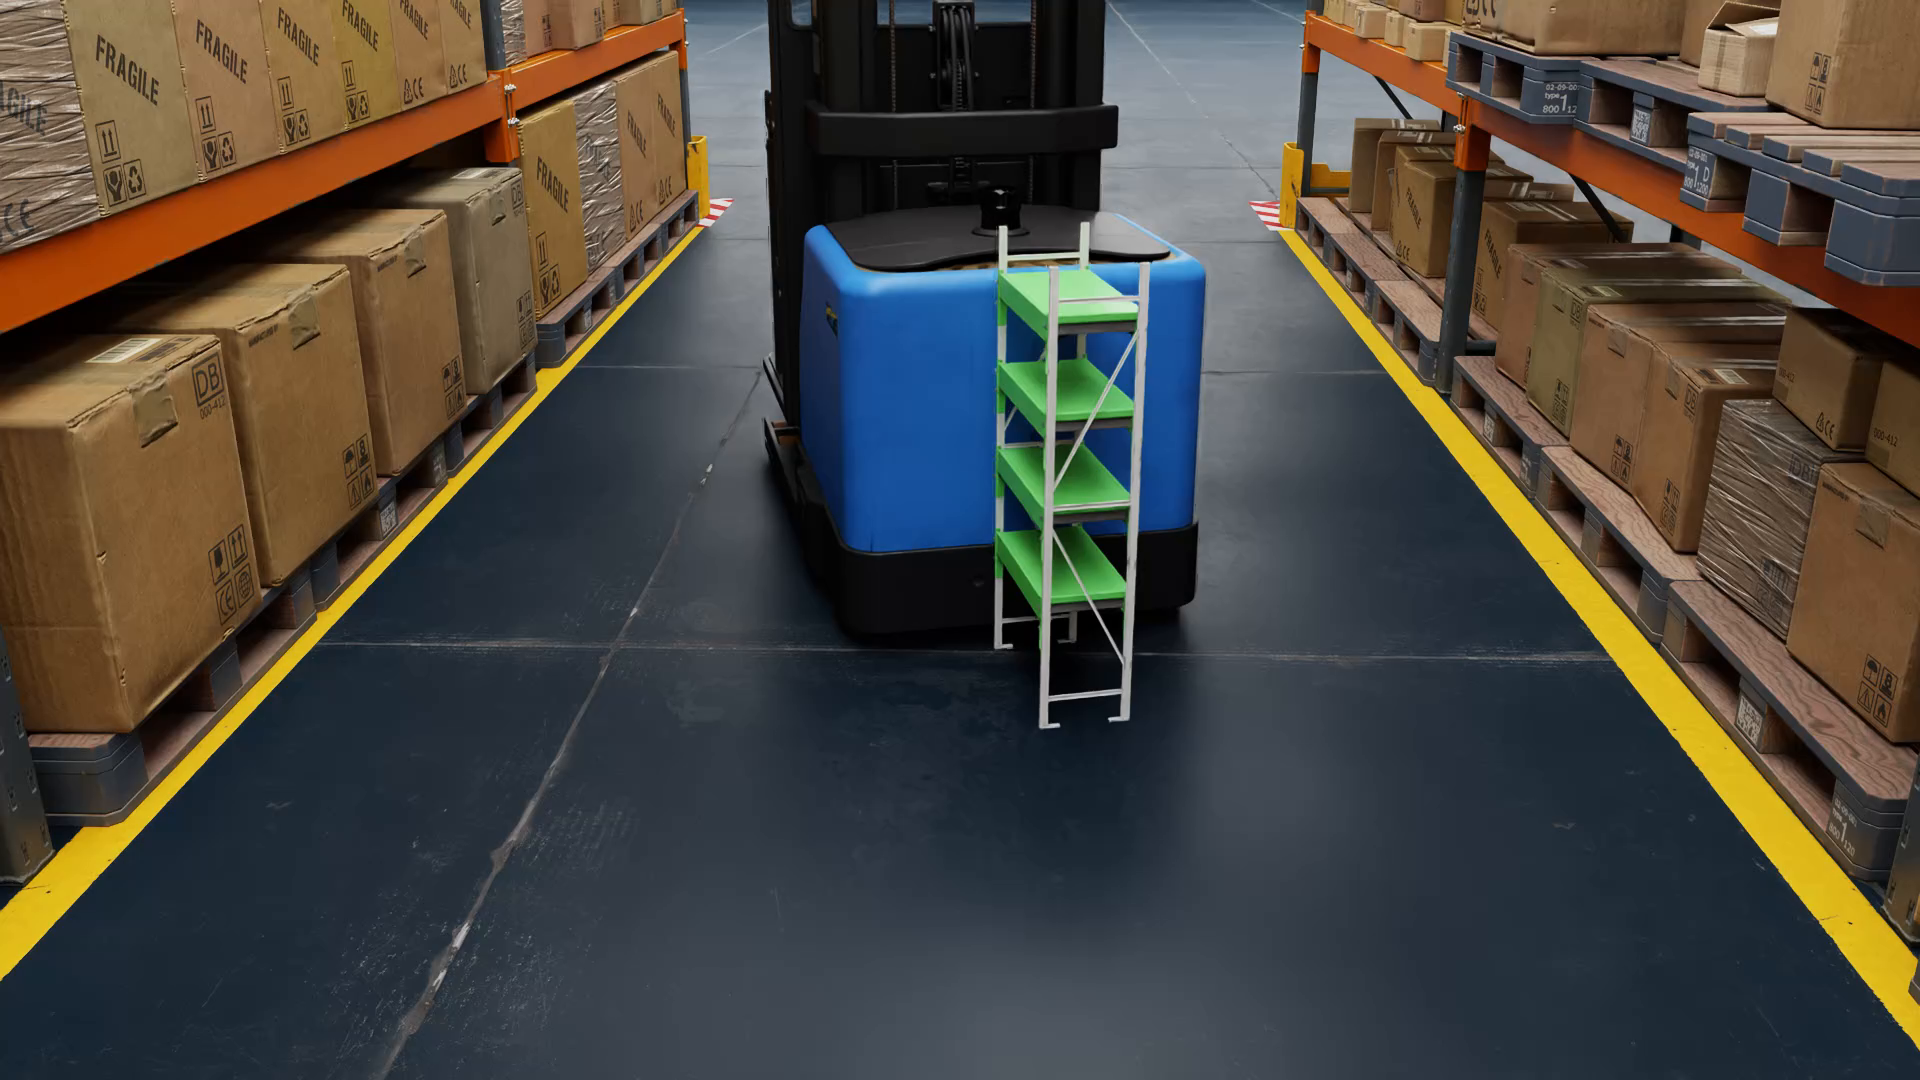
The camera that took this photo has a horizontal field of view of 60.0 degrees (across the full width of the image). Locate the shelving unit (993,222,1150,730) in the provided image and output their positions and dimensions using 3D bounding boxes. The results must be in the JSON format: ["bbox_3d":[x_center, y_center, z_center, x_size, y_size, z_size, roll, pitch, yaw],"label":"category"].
[{"bbox_3d":[0.270,-0.170,4.301,0.258,1.200,0.503,-5,22,-12],"label":"shelving unit"}]

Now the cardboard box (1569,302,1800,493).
[{"bbox_3d":[2.468,-0.475,5.453,0.700,0.500,0.500,-1,21,-3],"label":"cardboard box"}]

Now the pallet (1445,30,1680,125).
[{"bbox_3d":[2.389,-1.667,5.943,1.003,0.211,1.213,1,21,2],"label":"pallet"}]

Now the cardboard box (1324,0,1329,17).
[{"bbox_3d":[2.432,-3.260,10.131,0.380,0.149,0.250,1,21,2],"label":"cardboard box"}]

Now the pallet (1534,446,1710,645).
[{"bbox_3d":[2.501,-0.007,5.256,1.003,0.211,1.213,1,21,2],"label":"pallet"}]

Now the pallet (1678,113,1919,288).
[{"bbox_3d":[2.351,-0.754,3.591,1.213,0.211,1.003,1,21,2],"label":"pallet"}]

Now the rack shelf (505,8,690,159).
[{"bbox_3d":[-2.336,-2.510,8.845,1.077,0.370,4.000,1,21,2],"label":"rack shelf"}]

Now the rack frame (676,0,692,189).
[{"bbox_3d":[-2.275,-3.568,10.579,1.000,3.000,0.127,1,21,2],"label":"rack frame"}]

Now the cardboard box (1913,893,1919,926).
[{"bbox_3d":[2.394,0.459,2.555,1.225,0.875,0.875,0,21,-1],"label":"cardboard box"}]

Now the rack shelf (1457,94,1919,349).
[{"bbox_3d":[2.497,-0.973,4.883,1.077,0.370,4.000,1,21,2],"label":"rack shelf"}]

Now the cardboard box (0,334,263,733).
[{"bbox_3d":[-2.410,-0.042,4.020,1.050,0.750,0.750,0,21,1],"label":"cardboard box"}]

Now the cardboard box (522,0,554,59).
[{"bbox_3d":[-2.403,-2.525,7.682,0.875,0.550,0.550,1,21,2],"label":"cardboard box"}]

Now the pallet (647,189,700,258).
[{"bbox_3d":[-2.221,-1.978,10.336,1.003,0.211,1.213,1,21,2],"label":"pallet"}]

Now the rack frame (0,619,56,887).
[{"bbox_3d":[-2.518,-0.676,3.124,1.000,3.000,0.127,1,21,2],"label":"rack frame"}]

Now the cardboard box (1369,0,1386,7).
[{"bbox_3d":[2.682,-3.102,8.827,0.875,0.500,0.500,1,21,2],"label":"cardboard box"}]

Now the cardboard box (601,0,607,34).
[{"bbox_3d":[-2.353,-2.911,8.678,0.875,0.550,0.500,1,21,2],"label":"cardboard box"}]

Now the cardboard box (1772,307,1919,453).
[{"bbox_3d":[2.433,-0.409,4.246,0.500,0.250,0.500,3,21,8],"label":"cardboard box"}]

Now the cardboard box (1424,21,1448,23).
[{"bbox_3d":[2.391,-2.355,7.800,0.380,0.149,0.250,1,21,2],"label":"cardboard box"}]

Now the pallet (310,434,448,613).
[{"bbox_3d":[-2.379,-0.100,5.495,1.003,0.211,1.213,1,21,2],"label":"pallet"}]

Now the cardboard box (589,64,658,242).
[{"bbox_3d":[-2.254,-2.210,9.434,0.875,0.875,0.875,0,21,1],"label":"cardboard box"}]

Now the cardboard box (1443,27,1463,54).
[{"bbox_3d":[2.355,-2.175,7.335,0.380,0.149,0.250,1,21,2],"label":"cardboard box"}]

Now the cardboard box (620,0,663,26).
[{"bbox_3d":[-2.236,-3.305,9.692,0.875,0.550,0.550,1,21,2],"label":"cardboard box"}]

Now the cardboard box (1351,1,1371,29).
[{"bbox_3d":[2.382,-2.898,9.200,0.380,0.149,0.250,1,21,2],"label":"cardboard box"}]

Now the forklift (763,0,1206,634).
[{"bbox_3d":[-0.121,-1.605,5.613,1.130,2.935,3.031,-4,22,-11],"label":"forklift"}]

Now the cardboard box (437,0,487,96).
[{"bbox_3d":[-2.145,-1.977,6.340,0.500,0.500,0.500,1,21,1],"label":"cardboard box"}]

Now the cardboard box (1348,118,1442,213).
[{"bbox_3d":[2.644,-2.282,10.139,0.500,0.500,0.500,5,22,12],"label":"cardboard box"}]

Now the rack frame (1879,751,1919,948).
[{"bbox_3d":[2.436,-0.585,2.889,1.000,3.000,0.127,1,21,2],"label":"rack frame"}]

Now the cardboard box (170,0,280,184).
[{"bbox_3d":[-2.207,-1.248,4.461,0.500,0.500,0.500,1,21,2],"label":"cardboard box"}]

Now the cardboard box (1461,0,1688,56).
[{"bbox_3d":[2.394,-2.221,5.696,1.000,1.000,1.000,1,21,2],"label":"cardboard box"}]

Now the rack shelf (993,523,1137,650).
[{"bbox_3d":[0.269,0.112,4.414,0.258,0.148,0.480,-5,22,-12],"label":"rack shelf"}]

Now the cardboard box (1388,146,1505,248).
[{"bbox_3d":[2.622,-1.839,8.998,0.500,0.500,0.500,3,21,7],"label":"cardboard box"}]

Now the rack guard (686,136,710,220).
[{"bbox_3d":[-2.274,-2.412,11.054,1.175,0.500,0.348,1,21,2],"label":"rack guard"}]

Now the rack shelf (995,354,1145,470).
[{"bbox_3d":[0.270,-0.334,4.235,0.258,0.148,0.480,-5,22,-12],"label":"rack shelf"}]

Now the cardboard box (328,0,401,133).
[{"bbox_3d":[-2.176,-1.612,5.398,0.500,0.500,0.500,1,21,2],"label":"cardboard box"}]

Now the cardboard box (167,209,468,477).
[{"bbox_3d":[-2.359,-0.695,5.703,1.050,0.750,0.750,1,21,2],"label":"cardboard box"}]

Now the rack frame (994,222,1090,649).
[{"bbox_3d":[0.216,-0.259,4.521,0.240,1.200,0.015,-5,22,-12],"label":"rack frame"}]

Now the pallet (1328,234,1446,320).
[{"bbox_3d":[2.577,-1.417,8.888,1.003,0.211,1.213,1,21,2],"label":"pallet"}]

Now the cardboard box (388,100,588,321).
[{"bbox_3d":[-2.308,-1.554,7.744,0.875,0.875,0.875,1,21,2],"label":"cardboard box"}]

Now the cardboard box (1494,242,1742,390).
[{"bbox_3d":[2.518,-0.849,6.418,0.700,0.500,0.500,-1,21,-3],"label":"cardboard box"}]

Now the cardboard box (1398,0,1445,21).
[{"bbox_3d":[2.598,-2.741,7.896,0.875,0.500,0.500,1,21,2],"label":"cardboard box"}]

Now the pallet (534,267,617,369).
[{"bbox_3d":[-2.295,-1.096,8.062,1.003,0.211,1.213,1,21,2],"label":"pallet"}]

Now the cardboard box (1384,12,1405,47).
[{"bbox_3d":[2.331,-2.537,8.268,0.380,0.149,0.250,1,21,2],"label":"cardboard box"}]

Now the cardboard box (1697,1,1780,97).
[{"bbox_3d":[2.217,-1.324,4.399,0.396,0.266,0.258,0,21,0],"label":"cardboard box"}]

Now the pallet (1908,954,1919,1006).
[{"bbox_3d":[2.337,0.999,2.661,1.003,0.211,1.213,1,21,2],"label":"pallet"}]

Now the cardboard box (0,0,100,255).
[{"bbox_3d":[-2.235,-0.882,3.517,0.500,0.500,0.500,1,21,2],"label":"cardboard box"}]

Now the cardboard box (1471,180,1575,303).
[{"bbox_3d":[2.620,-1.413,7.899,0.500,0.500,0.500,8,22,19],"label":"cardboard box"}]

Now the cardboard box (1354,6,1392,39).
[{"bbox_3d":[2.290,-2.718,8.736,0.380,0.149,0.250,1,21,2],"label":"cardboard box"}]

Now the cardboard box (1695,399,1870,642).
[{"bbox_3d":[2.441,-0.068,4.404,0.700,0.500,0.500,-1,21,-3],"label":"cardboard box"}]

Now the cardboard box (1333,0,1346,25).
[{"bbox_3d":[2.383,-3.079,9.666,0.380,0.149,0.250,1,21,2],"label":"cardboard box"}]
